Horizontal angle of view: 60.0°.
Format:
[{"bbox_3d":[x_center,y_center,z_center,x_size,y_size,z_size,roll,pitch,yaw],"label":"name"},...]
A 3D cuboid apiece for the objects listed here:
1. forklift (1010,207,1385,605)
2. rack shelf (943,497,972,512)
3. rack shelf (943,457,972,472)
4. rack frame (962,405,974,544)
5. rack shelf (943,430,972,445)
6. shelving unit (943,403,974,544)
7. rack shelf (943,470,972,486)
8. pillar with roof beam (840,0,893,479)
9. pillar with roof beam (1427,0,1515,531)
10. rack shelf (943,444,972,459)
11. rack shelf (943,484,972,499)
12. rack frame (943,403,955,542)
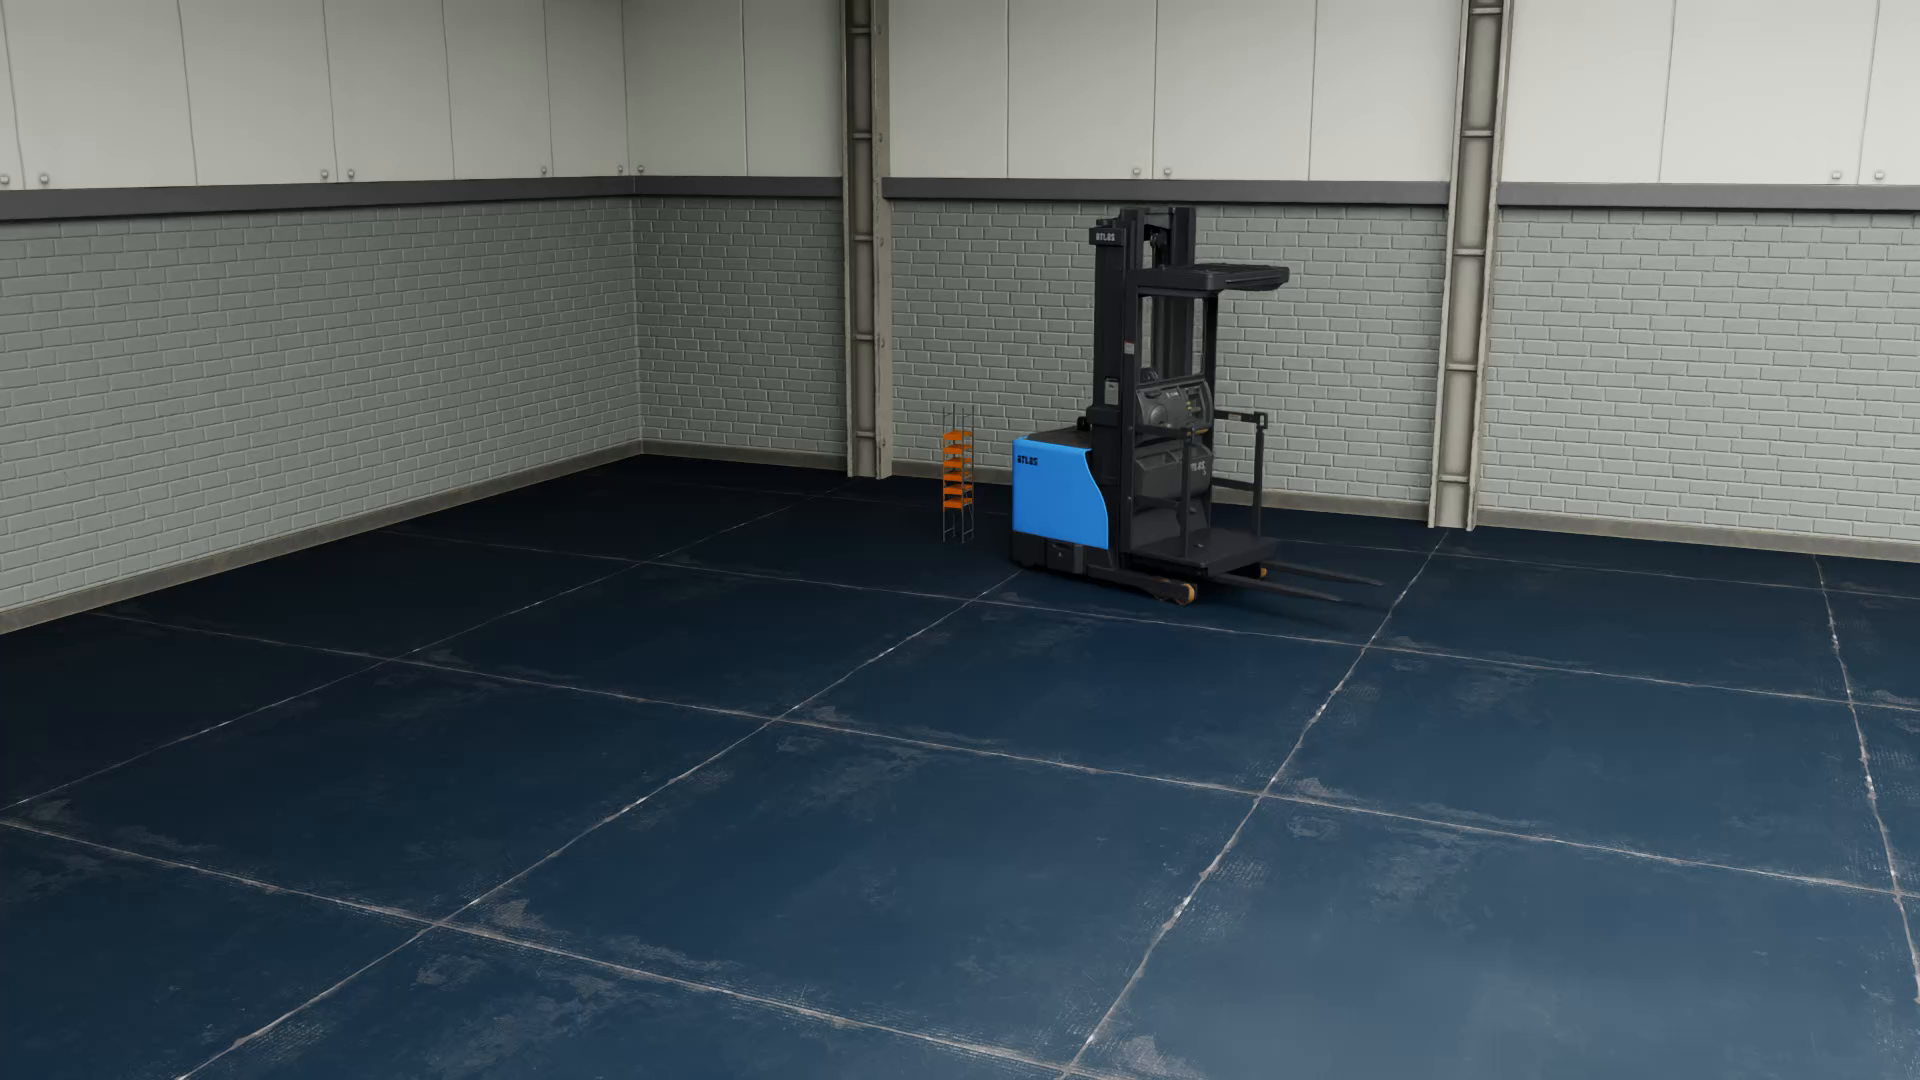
[{"bbox_3d":[1.837,-1.066,12.883,3.031,2.935,1.130,12,18,41],"label":"forklift"},{"bbox_3d":[-0.013,-0.309,14.688,0.180,0.103,0.258,6,14,23],"label":"rack shelf"},{"bbox_3d":[-0.013,-0.659,14.606,0.180,0.103,0.258,6,14,23],"label":"rack shelf"},{"bbox_3d":[0.070,-0.577,14.587,0.006,1.200,0.240,6,14,23],"label":"rack frame"},{"bbox_3d":[-0.013,-0.893,14.551,0.180,0.103,0.258,6,14,23],"label":"rack shelf"},{"bbox_3d":[-0.013,-0.585,14.623,0.189,1.200,0.258,6,14,23],"label":"shelving unit"},{"bbox_3d":[-0.013,-0.542,14.634,0.180,0.103,0.258,6,14,23],"label":"rack shelf"},{"bbox_3d":[-2.699,-4.169,12.821,0.400,9.000,9.100,6,14,23],"label":"pillar with roof beam"},{"bbox_3d":[2.787,-3.613,10.455,0.400,9.000,9.100,6,14,23],"label":"pillar with roof beam"},{"bbox_3d":[-0.013,-0.776,14.579,0.180,0.103,0.258,6,14,23],"label":"rack shelf"},{"bbox_3d":[-0.013,-0.425,14.661,0.180,0.103,0.258,6,14,23],"label":"rack shelf"},{"bbox_3d":[-0.097,-0.594,14.660,0.006,1.200,0.240,6,14,23],"label":"rack frame"}]
